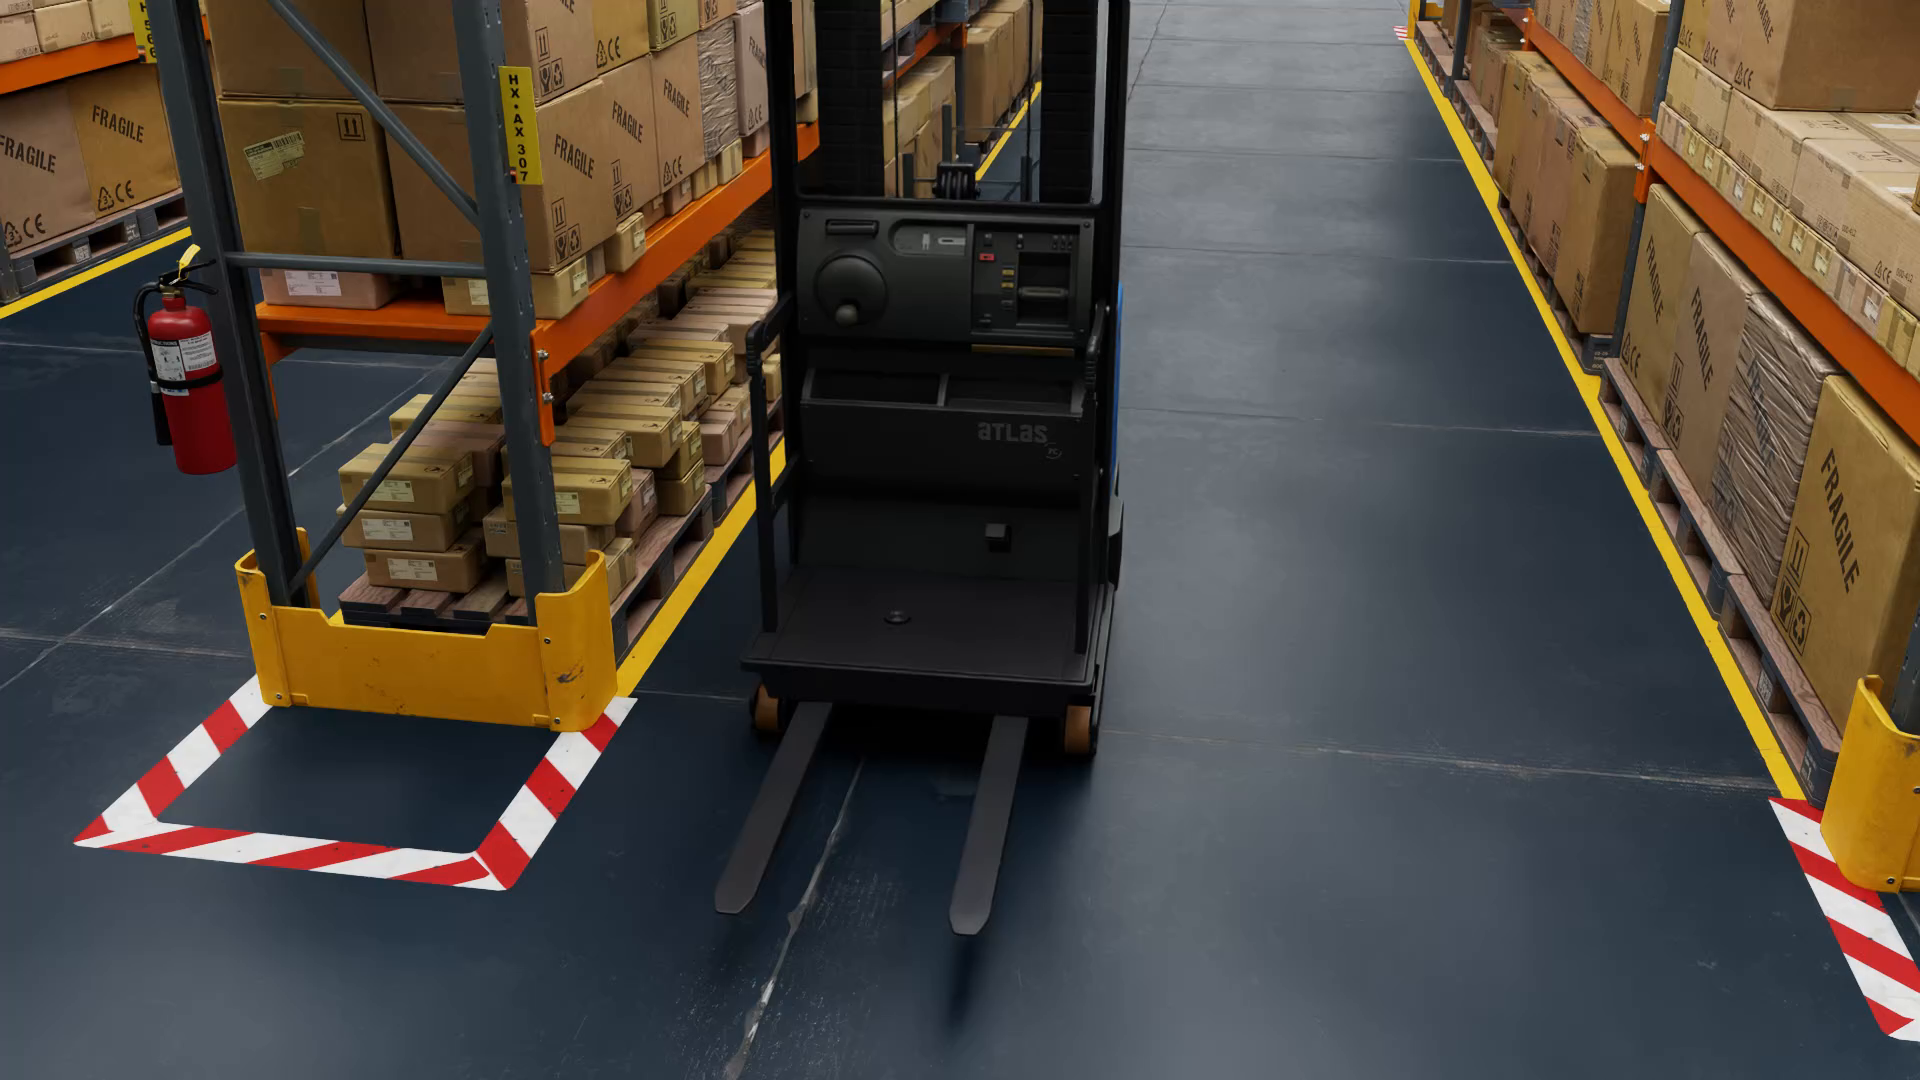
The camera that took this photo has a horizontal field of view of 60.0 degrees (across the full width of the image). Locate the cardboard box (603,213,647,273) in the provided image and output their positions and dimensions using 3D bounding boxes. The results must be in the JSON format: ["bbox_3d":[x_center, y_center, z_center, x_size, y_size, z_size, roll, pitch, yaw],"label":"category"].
[{"bbox_3d":[-1.299,-1.025,5.698,0.380,0.149,0.250,3,25,7],"label":"cardboard box"}]

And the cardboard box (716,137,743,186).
[{"bbox_3d":[-1.119,-1.573,6.868,0.380,0.149,0.250,5,25,10],"label":"cardboard box"}]

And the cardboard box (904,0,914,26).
[{"bbox_3d":[-0.475,-3.016,9.456,0.380,0.149,0.250,4,25,9],"label":"cardboard box"}]

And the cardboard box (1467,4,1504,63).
[{"bbox_3d":[5.256,-4.904,16.141,0.500,0.500,0.500,13,28,25],"label":"cardboard box"}]

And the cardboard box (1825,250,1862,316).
[{"bbox_3d":[2.962,-0.799,5.214,0.380,0.149,0.250,4,25,9],"label":"cardboard box"}]

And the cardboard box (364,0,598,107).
[{"bbox_3d":[-1.438,-1.610,5.004,0.500,0.500,0.500,4,25,8],"label":"cardboard box"}]

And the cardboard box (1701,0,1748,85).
[{"bbox_3d":[3.339,-2.114,6.668,0.500,0.500,0.500,4,25,9],"label":"cardboard box"}]

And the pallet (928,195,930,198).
[{"bbox_3d":[-0.796,-2.056,10.892,1.003,0.211,1.213,4,25,9],"label":"pallet"}]

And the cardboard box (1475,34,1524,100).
[{"bbox_3d":[4.847,-4.055,14.304,0.700,0.500,0.500,4,25,8],"label":"cardboard box"}]

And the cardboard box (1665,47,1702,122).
[{"bbox_3d":[3.422,-1.984,7.275,0.500,0.250,0.500,4,25,8],"label":"cardboard box"}]

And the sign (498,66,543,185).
[{"bbox_3d":[-1.238,-1.163,4.674,0.100,0.325,0.005,4,25,9],"label":"sign"}]

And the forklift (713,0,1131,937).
[{"bbox_3d":[-0.077,-0.799,5.001,1.130,2.935,3.031,3,25,7],"label":"forklift"}]

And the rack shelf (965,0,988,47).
[{"bbox_3d":[-0.139,-4.665,14.026,1.077,0.370,4.000,4,25,9],"label":"rack shelf"}]

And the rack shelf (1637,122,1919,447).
[{"bbox_3d":[3.431,-0.933,6.053,1.077,0.370,4.000,4,25,9],"label":"rack shelf"}]

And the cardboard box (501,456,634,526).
[{"bbox_3d":[-1.352,-0.172,5.745,0.380,0.149,0.250,3,25,6],"label":"cardboard box"}]

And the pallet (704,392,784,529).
[{"bbox_3d":[-1.391,-0.423,7.405,1.003,0.211,1.213,4,25,9],"label":"pallet"}]

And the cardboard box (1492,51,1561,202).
[{"bbox_3d":[4.278,-2.709,11.010,1.225,0.875,0.875,3,25,6],"label":"cardboard box"}]

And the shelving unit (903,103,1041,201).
[{"bbox_3d":[0.101,-1.014,7.147,0.538,1.500,1.048,3,25,7],"label":"shelving unit"}]

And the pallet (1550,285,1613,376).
[{"bbox_3d":[3.809,-1.160,8.979,1.003,0.211,1.213,4,25,9],"label":"pallet"}]

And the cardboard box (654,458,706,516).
[{"bbox_3d":[-1.226,-0.223,6.555,0.380,0.149,0.250,4,25,9],"label":"cardboard box"}]

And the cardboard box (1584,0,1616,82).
[{"bbox_3d":[3.731,-2.780,9.034,0.500,0.500,0.500,4,25,8],"label":"cardboard box"}]

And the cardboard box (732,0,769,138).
[{"bbox_3d":[-1.088,-2.014,7.046,0.500,0.500,0.500,4,25,8],"label":"cardboard box"}]

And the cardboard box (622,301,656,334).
[{"bbox_3d":[-1.581,-0.968,7.446,0.380,0.149,0.250,3,25,6],"label":"cardboard box"}]

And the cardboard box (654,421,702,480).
[{"bbox_3d":[-1.232,-0.362,6.502,0.380,0.149,0.250,5,26,10],"label":"cardboard box"}]

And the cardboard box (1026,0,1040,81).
[{"bbox_3d":[0.176,-4.732,15.480,1.050,0.750,0.750,4,25,8],"label":"cardboard box"}]

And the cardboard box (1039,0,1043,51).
[{"bbox_3d":[0.360,-5.313,16.573,0.875,0.875,0.875,4,25,9],"label":"cardboard box"}]

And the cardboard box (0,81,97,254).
[{"bbox_3d":[-5.997,-2.274,10.082,0.875,0.875,0.875,5,26,10],"label":"cardboard box"}]

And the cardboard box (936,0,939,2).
[{"bbox_3d":[-0.307,-3.456,10.396,0.380,0.149,0.250,5,26,10],"label":"cardboard box"}]

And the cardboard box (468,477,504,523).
[{"bbox_3d":[-1.872,-0.188,6.130,0.380,0.149,0.250,3,25,7],"label":"cardboard box"}]

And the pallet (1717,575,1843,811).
[{"bbox_3d":[3.157,0.501,5.431,1.003,0.211,1.213,4,25,9],"label":"pallet"}]

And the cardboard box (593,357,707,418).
[{"bbox_3d":[-1.245,-0.617,6.696,0.380,0.149,0.250,5,26,11],"label":"cardboard box"}]

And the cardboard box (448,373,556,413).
[{"bbox_3d":[-1.817,-0.538,6.526,0.380,0.149,0.250,3,25,6],"label":"cardboard box"}]

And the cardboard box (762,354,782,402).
[{"bbox_3d":[-1.016,-0.760,7.702,0.380,0.149,0.250,4,25,8],"label":"cardboard box"}]

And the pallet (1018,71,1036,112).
[{"bbox_3d":[0.137,-4.236,15.551,1.003,0.211,1.213,4,25,9],"label":"pallet"}]

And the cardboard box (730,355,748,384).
[{"bbox_3d":[-1.139,-0.817,7.474,0.380,0.149,0.250,3,25,6],"label":"cardboard box"}]

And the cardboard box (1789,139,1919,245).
[{"bbox_3d":[3.088,-1.135,5.463,0.500,0.250,0.500,3,25,7],"label":"cardboard box"}]

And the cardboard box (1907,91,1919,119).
[{"bbox_3d":[3.779,-1.529,6.304,0.500,0.250,0.500,5,25,10],"label":"cardboard box"}]

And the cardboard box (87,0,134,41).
[{"bbox_3d":[-5.504,-3.309,10.459,0.500,0.250,0.500,4,25,8],"label":"cardboard box"}]

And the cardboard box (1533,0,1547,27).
[{"bbox_3d":[4.063,-3.629,10.847,0.500,0.500,0.500,5,26,10],"label":"cardboard box"}]

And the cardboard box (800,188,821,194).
[{"bbox_3d":[-0.737,-1.830,9.574,0.500,0.500,0.500,5,26,11],"label":"cardboard box"}]

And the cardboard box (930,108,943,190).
[{"bbox_3d":[-0.404,-2.702,11.437,0.500,0.500,0.500,5,26,11],"label":"cardboard box"}]

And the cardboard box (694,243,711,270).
[{"bbox_3d":[-1.483,-1.409,8.387,0.380,0.149,0.250,5,26,11],"label":"cardboard box"}]

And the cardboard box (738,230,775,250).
[{"bbox_3d":[-0.920,-1.483,8.545,0.380,0.149,0.250,5,25,10],"label":"cardboard box"}]

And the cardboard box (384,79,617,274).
[{"bbox_3d":[-1.427,-1.157,5.214,0.500,0.500,0.500,5,26,11],"label":"cardboard box"}]

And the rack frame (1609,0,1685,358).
[{"bbox_3d":[3.758,-2.095,7.688,1.000,3.000,0.127,4,25,9],"label":"rack frame"}]

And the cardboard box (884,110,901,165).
[{"bbox_3d":[-0.653,-2.392,9.891,0.500,0.250,0.500,5,25,10],"label":"cardboard box"}]

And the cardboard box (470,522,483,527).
[{"bbox_3d":[-1.950,-0.056,6.199,0.380,0.149,0.250,5,26,10],"label":"cardboard box"}]

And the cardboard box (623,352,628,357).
[{"bbox_3d":[-1.670,-0.842,7.526,0.380,0.149,0.250,4,25,8],"label":"cardboard box"}]

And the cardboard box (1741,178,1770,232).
[{"bbox_3d":[3.128,-1.229,6.133,0.380,0.149,0.250,3,25,7],"label":"cardboard box"}]

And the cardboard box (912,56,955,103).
[{"bbox_3d":[-0.319,-3.247,11.718,0.500,0.250,0.500,3,25,7],"label":"cardboard box"}]

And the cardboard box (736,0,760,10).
[{"bbox_3d":[-1.106,-2.469,6.838,0.500,0.500,0.500,5,25,10],"label":"cardboard box"}]

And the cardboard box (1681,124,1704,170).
[{"bbox_3d":[3.296,-1.661,7.056,0.380,0.149,0.250,5,26,10],"label":"cardboard box"}]

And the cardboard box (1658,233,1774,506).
[{"bbox_3d":[3.424,-0.676,6.667,0.875,0.875,0.875,4,25,9],"label":"cardboard box"}]

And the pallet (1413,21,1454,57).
[{"bbox_3d":[5.539,-5.482,18.212,1.003,0.211,1.213,4,25,9],"label":"pallet"}]

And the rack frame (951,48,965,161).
[{"bbox_3d":[-0.465,-4.154,12.086,1.000,3.000,0.127,4,25,9],"label":"rack frame"}]

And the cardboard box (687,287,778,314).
[{"bbox_3d":[-1.029,-1.046,7.611,0.380,0.149,0.250,3,25,6],"label":"cardboard box"}]

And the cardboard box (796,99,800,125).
[{"bbox_3d":[-0.972,-2.009,7.799,0.380,0.149,0.250,5,26,11],"label":"cardboard box"}]

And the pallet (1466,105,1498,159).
[{"bbox_3d":[4.742,-3.341,13.638,1.003,0.211,1.213,4,25,9],"label":"pallet"}]
